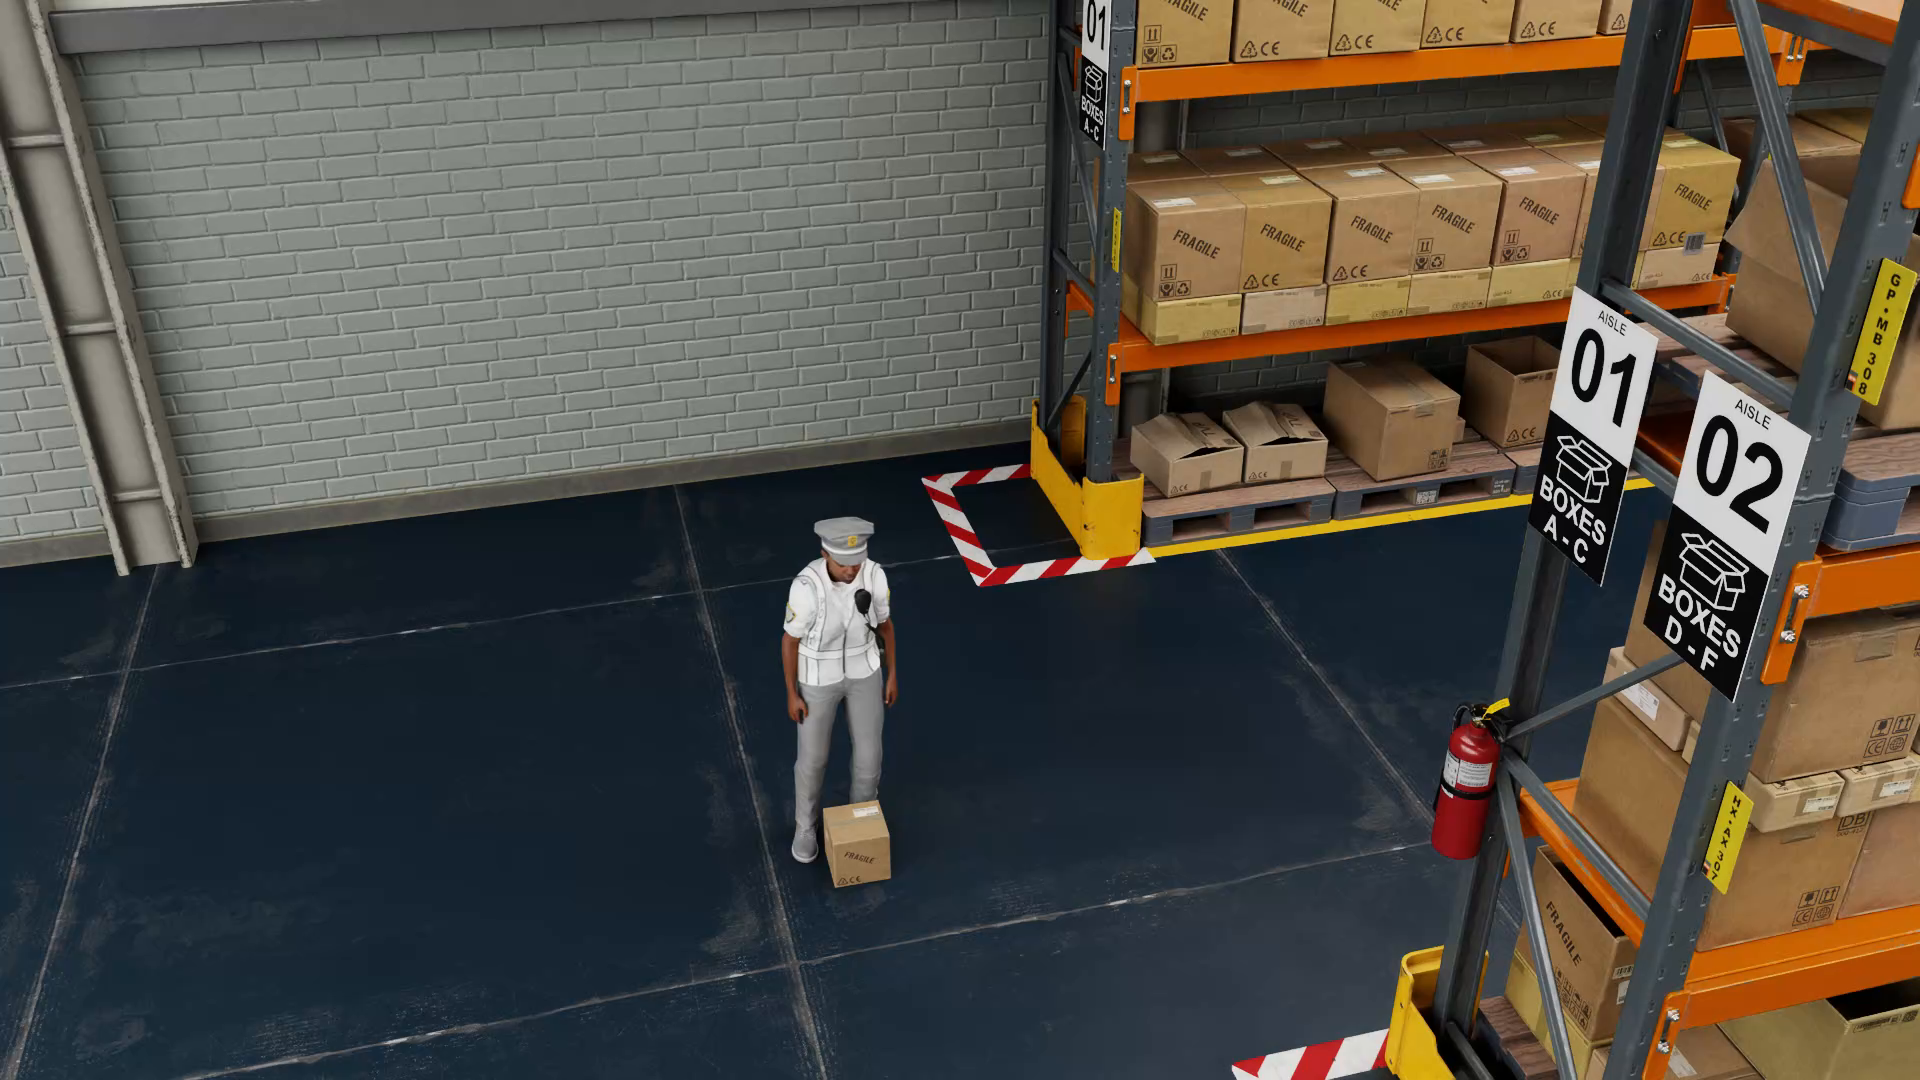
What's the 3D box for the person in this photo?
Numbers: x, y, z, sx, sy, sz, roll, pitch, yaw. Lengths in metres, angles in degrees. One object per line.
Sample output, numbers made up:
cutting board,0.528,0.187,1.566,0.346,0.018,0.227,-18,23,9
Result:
person,-0.524,0.618,7.177,0.532,1.664,0.390,-10,32,-16
